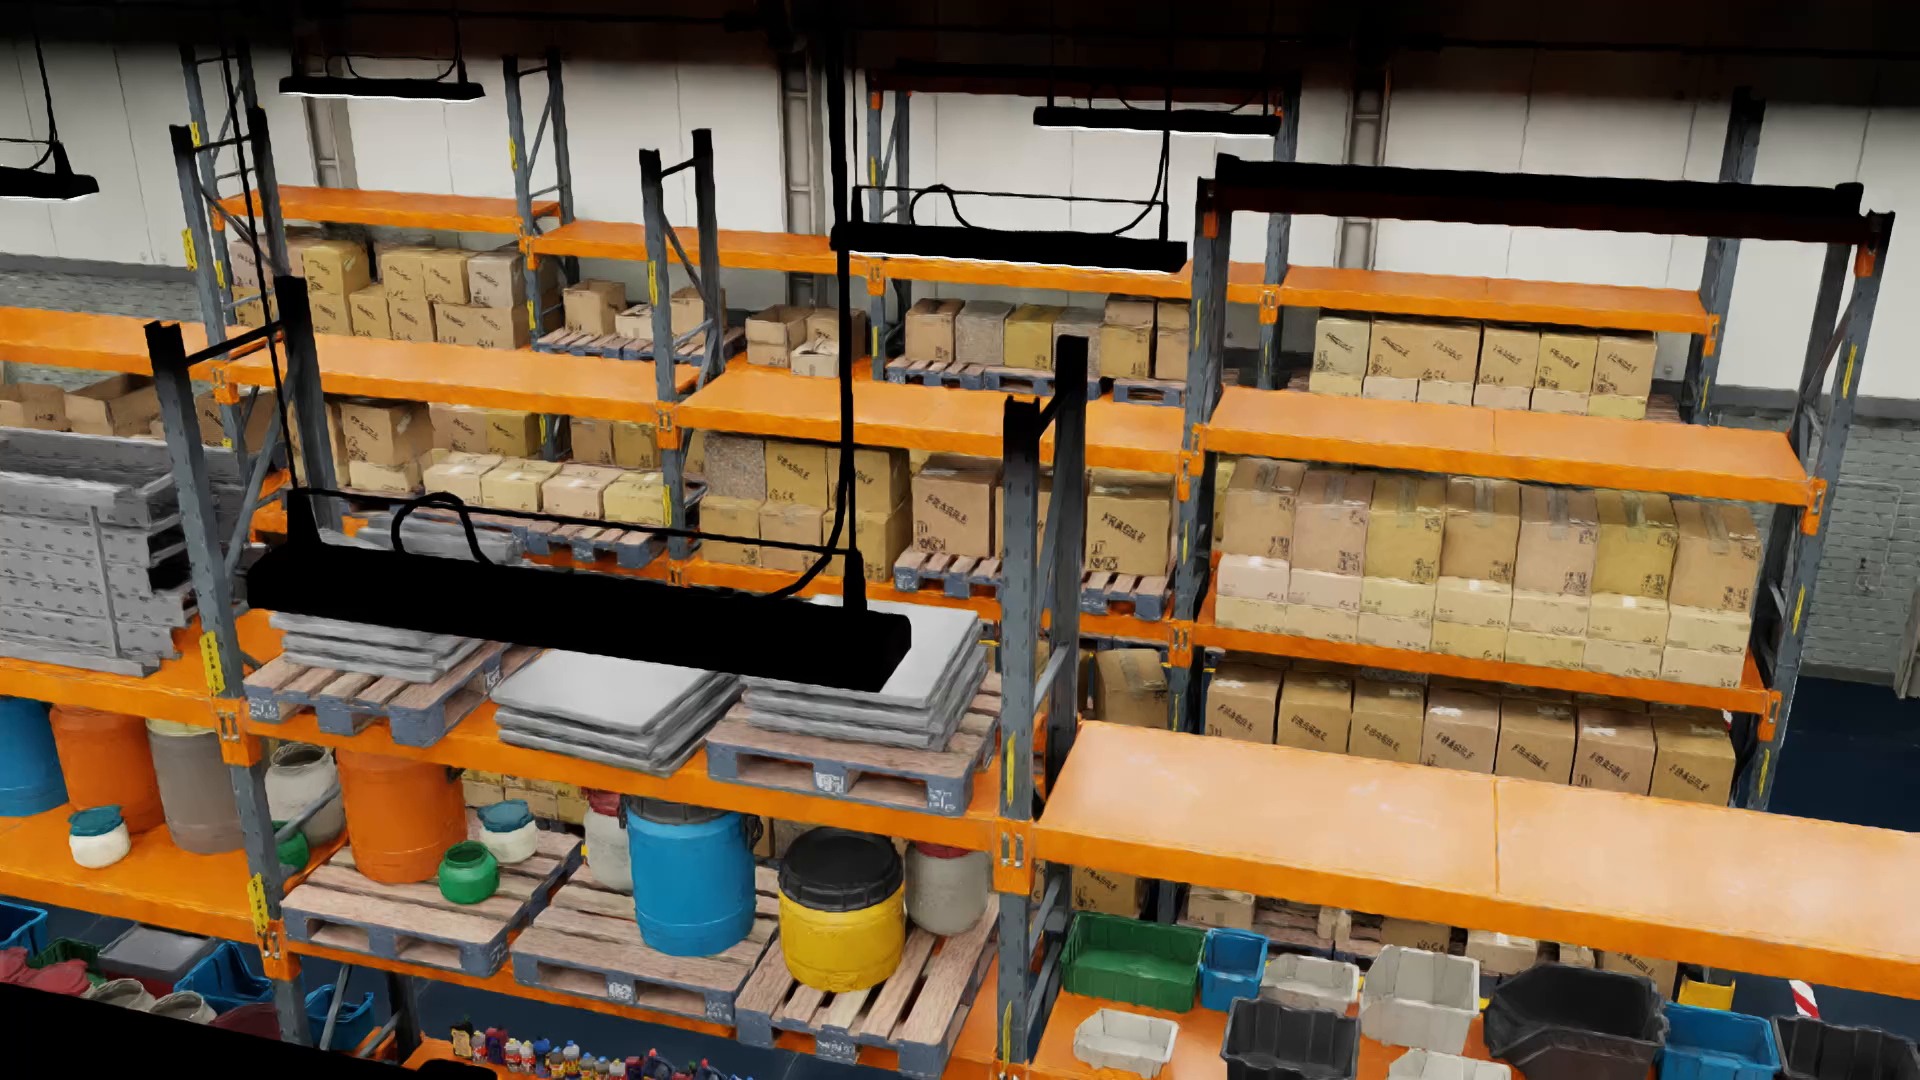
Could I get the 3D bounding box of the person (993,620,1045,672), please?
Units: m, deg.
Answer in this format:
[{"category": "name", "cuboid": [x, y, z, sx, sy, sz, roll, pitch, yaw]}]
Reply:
[{"category": "person", "cuboid": [0.568, 0.874, 16.494, 0.553, 1.655, 0.441, -2, 23, -5]}]
